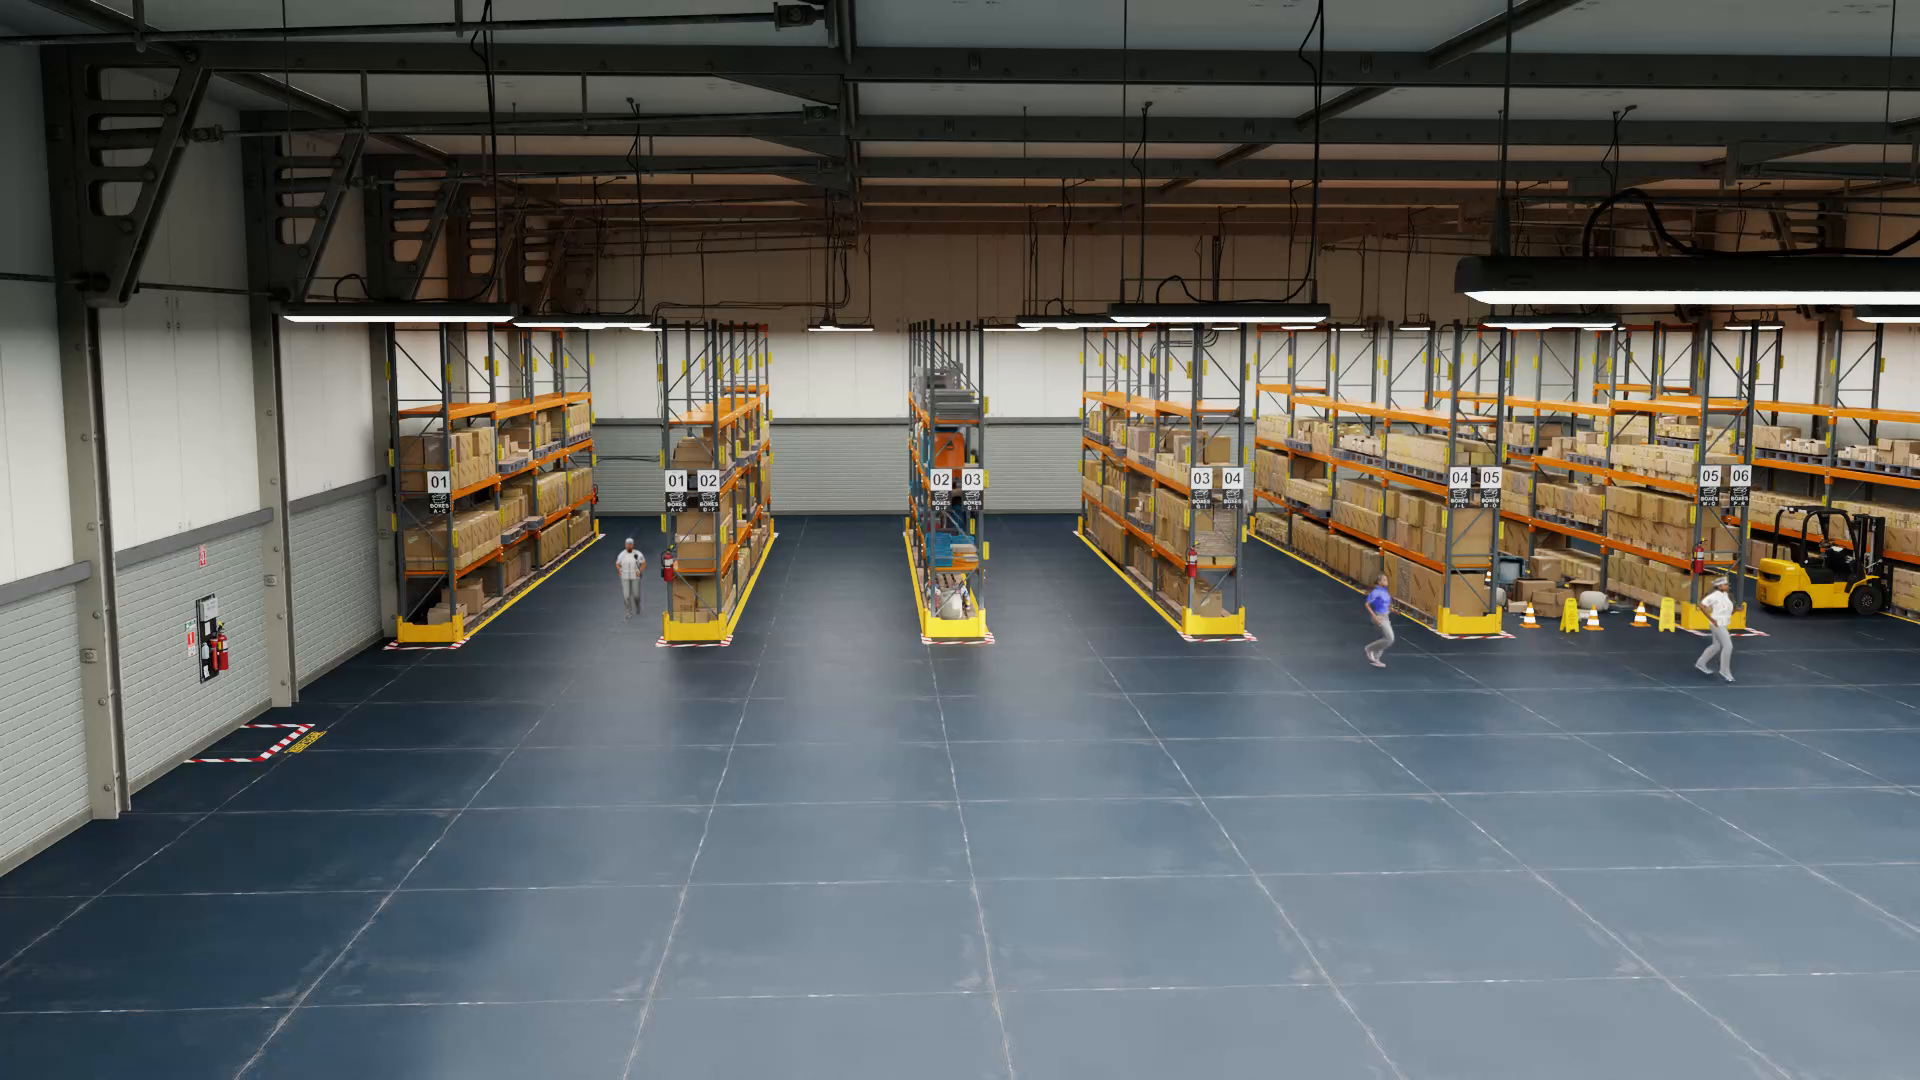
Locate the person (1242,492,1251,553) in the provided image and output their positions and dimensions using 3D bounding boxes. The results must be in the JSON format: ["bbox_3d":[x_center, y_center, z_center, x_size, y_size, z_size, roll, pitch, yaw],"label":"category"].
[{"bbox_3d":[7.411,-0.494,43.958,0.541,1.589,0.877,0,7,0],"label":"person"}]

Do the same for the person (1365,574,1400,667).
[{"bbox_3d":[7.304,1.399,28.704,0.549,1.594,0.575,5,8,33],"label":"person"}]

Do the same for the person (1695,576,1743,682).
[{"bbox_3d":[12.657,1.463,27.747,0.729,1.753,0.559,6,9,41],"label":"person"}]

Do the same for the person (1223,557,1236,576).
[{"bbox_3d":[6.440,0.071,39.338,0.593,1.594,0.574,-2,7,-13],"label":"person"}]

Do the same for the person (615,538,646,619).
[{"bbox_3d":[-6.662,0.775,33.611,0.603,1.617,0.571,-1,7,-6],"label":"person"}]
